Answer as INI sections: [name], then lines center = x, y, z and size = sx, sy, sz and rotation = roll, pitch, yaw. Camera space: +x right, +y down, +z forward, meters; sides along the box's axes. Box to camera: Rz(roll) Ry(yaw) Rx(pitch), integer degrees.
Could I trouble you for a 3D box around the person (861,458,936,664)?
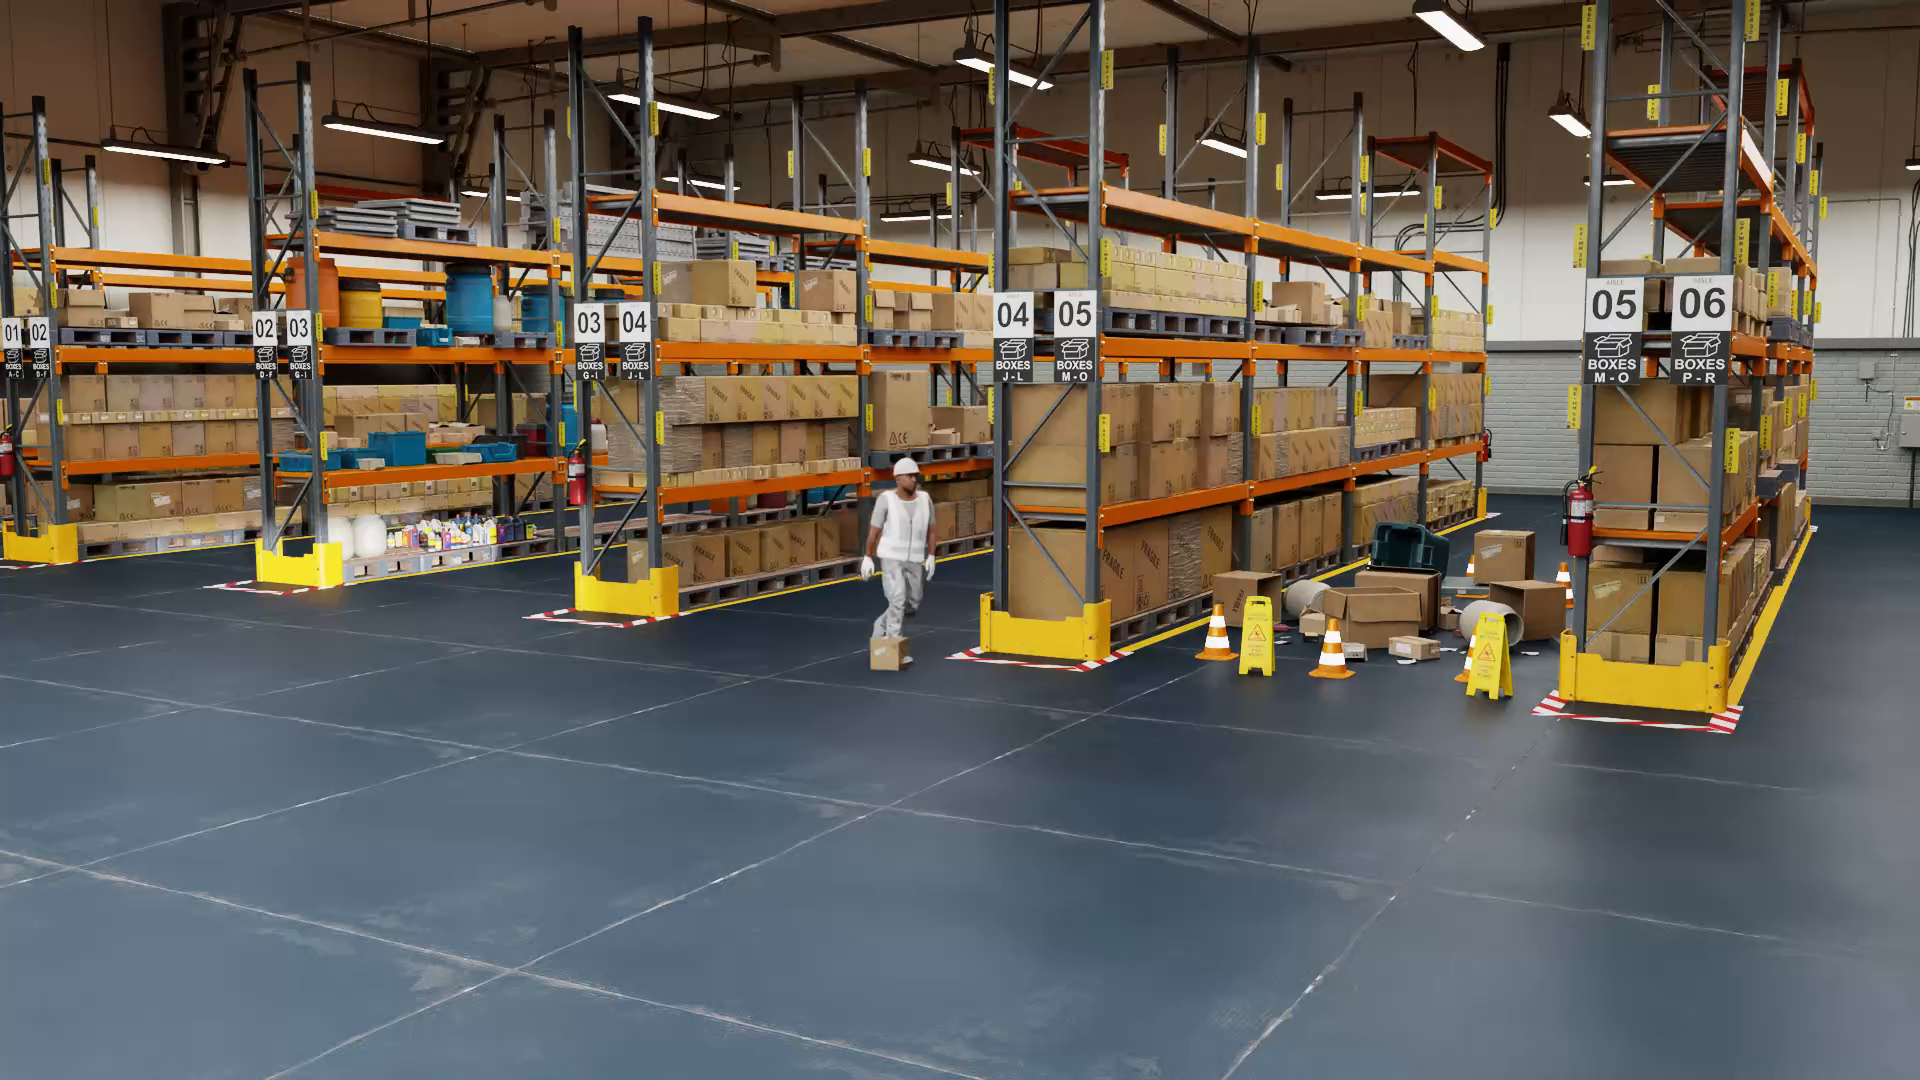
[person]
center = -0.539, 0.171, 14.341
size = 0.631, 1.765, 0.795
rotation = -3, 7, -26
